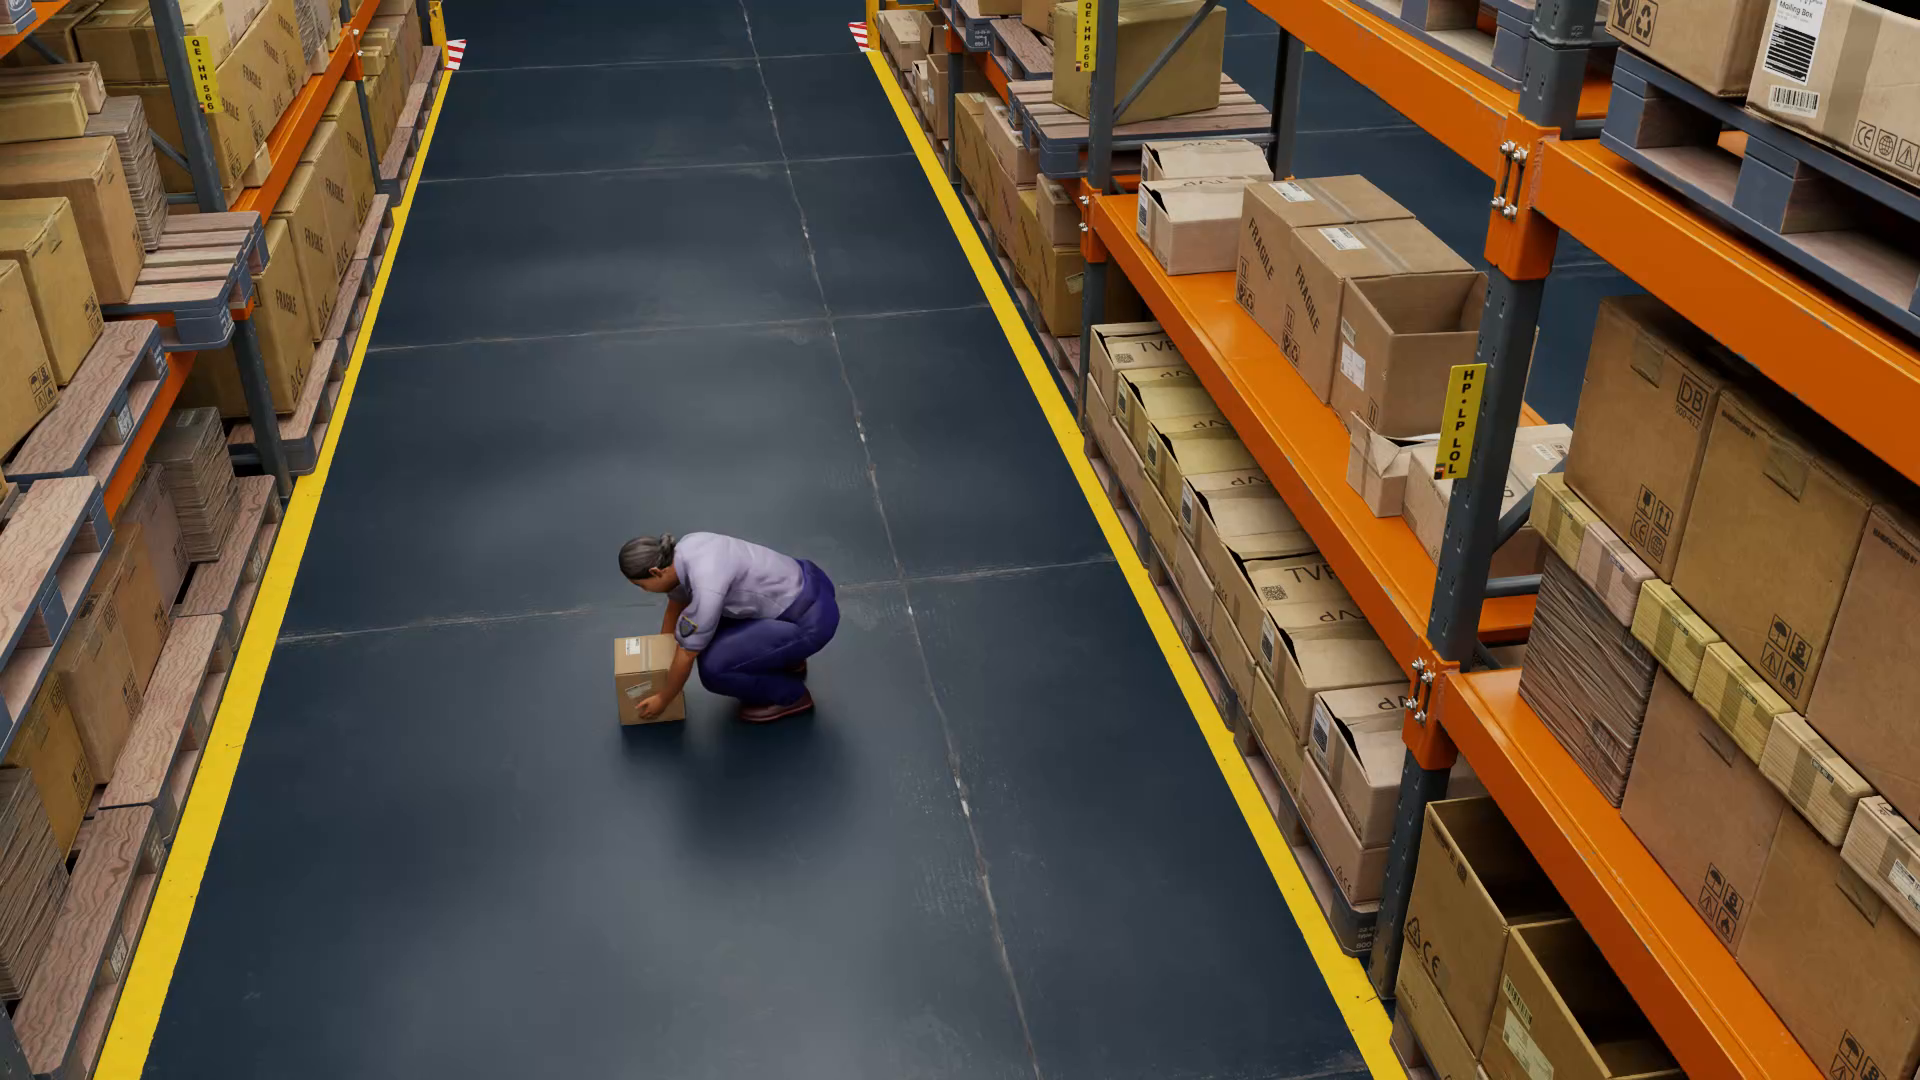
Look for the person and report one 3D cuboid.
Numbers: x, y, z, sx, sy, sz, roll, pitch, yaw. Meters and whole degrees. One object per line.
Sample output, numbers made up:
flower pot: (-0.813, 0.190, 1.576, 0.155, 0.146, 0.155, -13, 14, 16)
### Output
person: (-0.888, 0.288, 6.492, 0.826, 0.812, 0.529, -5, 31, -9)
